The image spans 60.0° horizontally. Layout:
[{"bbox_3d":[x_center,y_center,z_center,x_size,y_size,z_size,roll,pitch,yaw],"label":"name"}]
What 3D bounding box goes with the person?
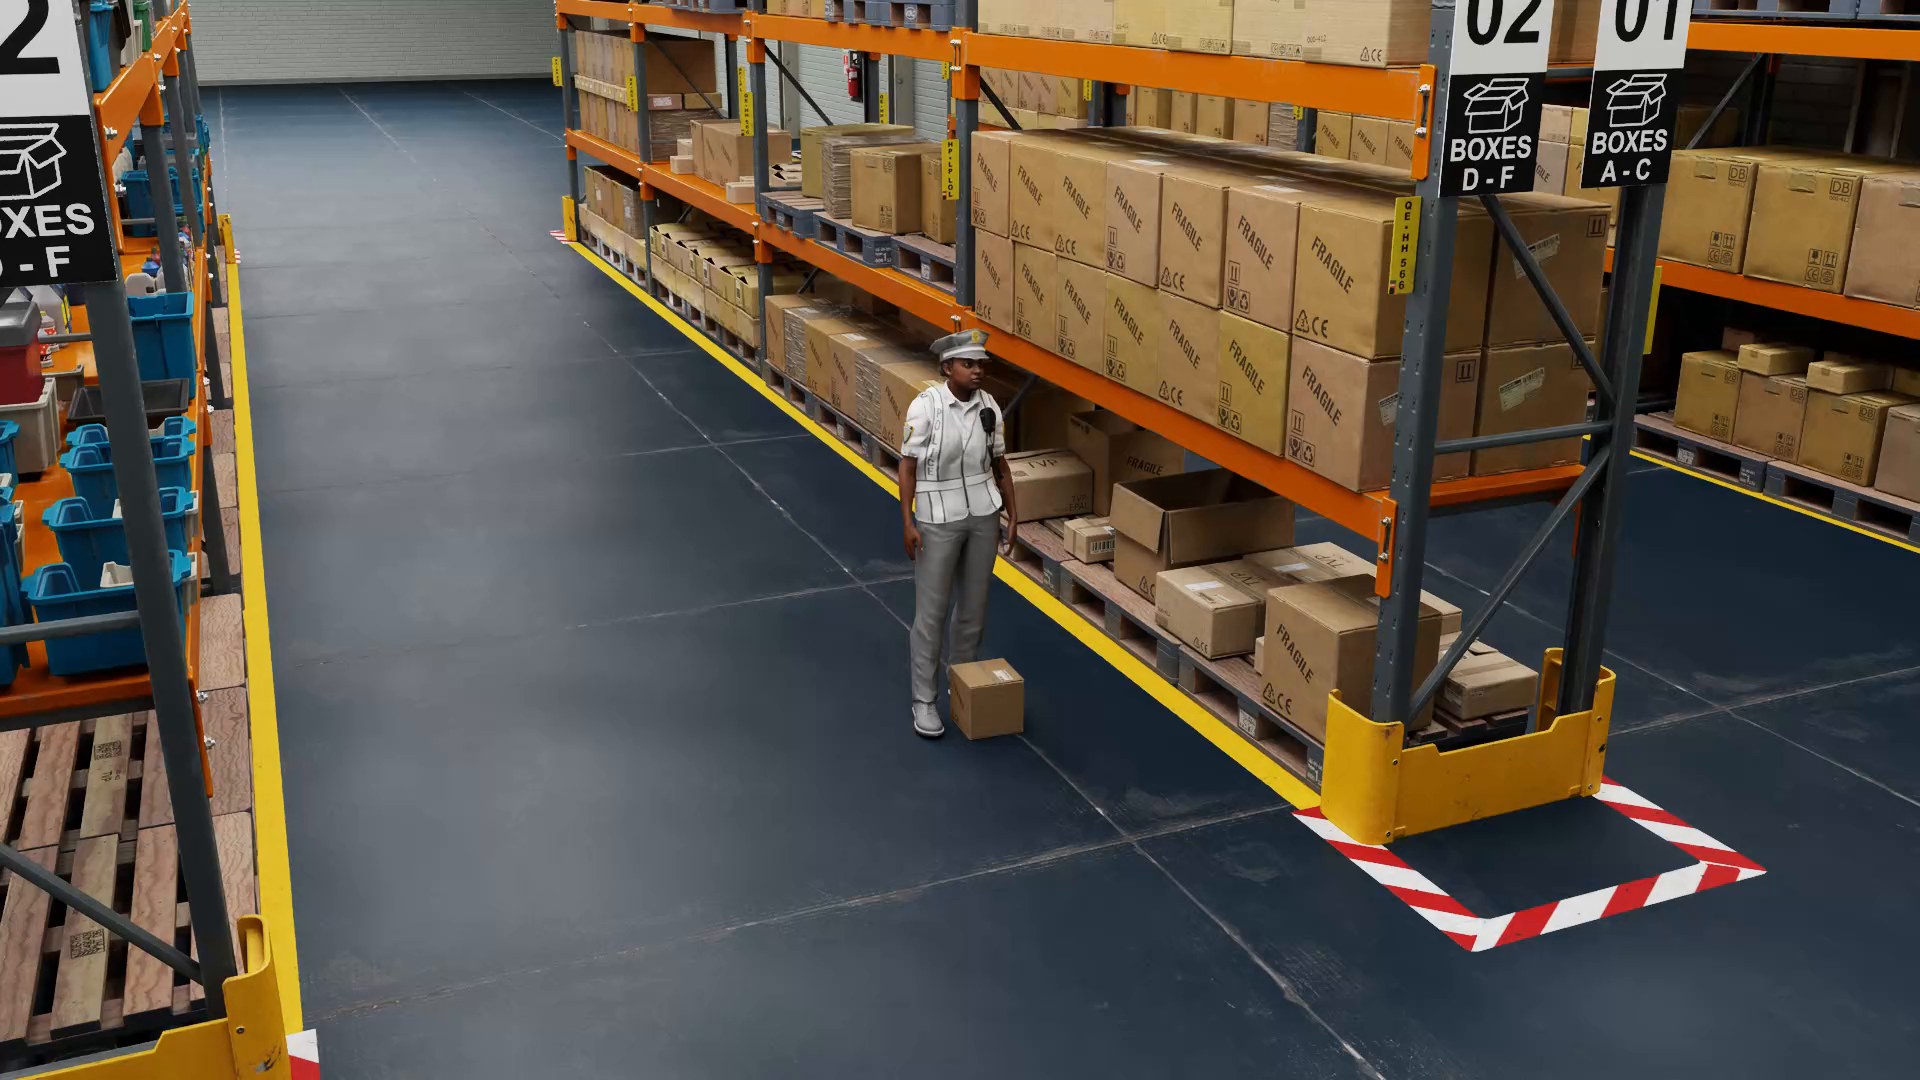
[{"bbox_3d":[0.004,-0.058,7.154,0.569,1.694,0.529,-8,21,-22],"label":"person"}]
